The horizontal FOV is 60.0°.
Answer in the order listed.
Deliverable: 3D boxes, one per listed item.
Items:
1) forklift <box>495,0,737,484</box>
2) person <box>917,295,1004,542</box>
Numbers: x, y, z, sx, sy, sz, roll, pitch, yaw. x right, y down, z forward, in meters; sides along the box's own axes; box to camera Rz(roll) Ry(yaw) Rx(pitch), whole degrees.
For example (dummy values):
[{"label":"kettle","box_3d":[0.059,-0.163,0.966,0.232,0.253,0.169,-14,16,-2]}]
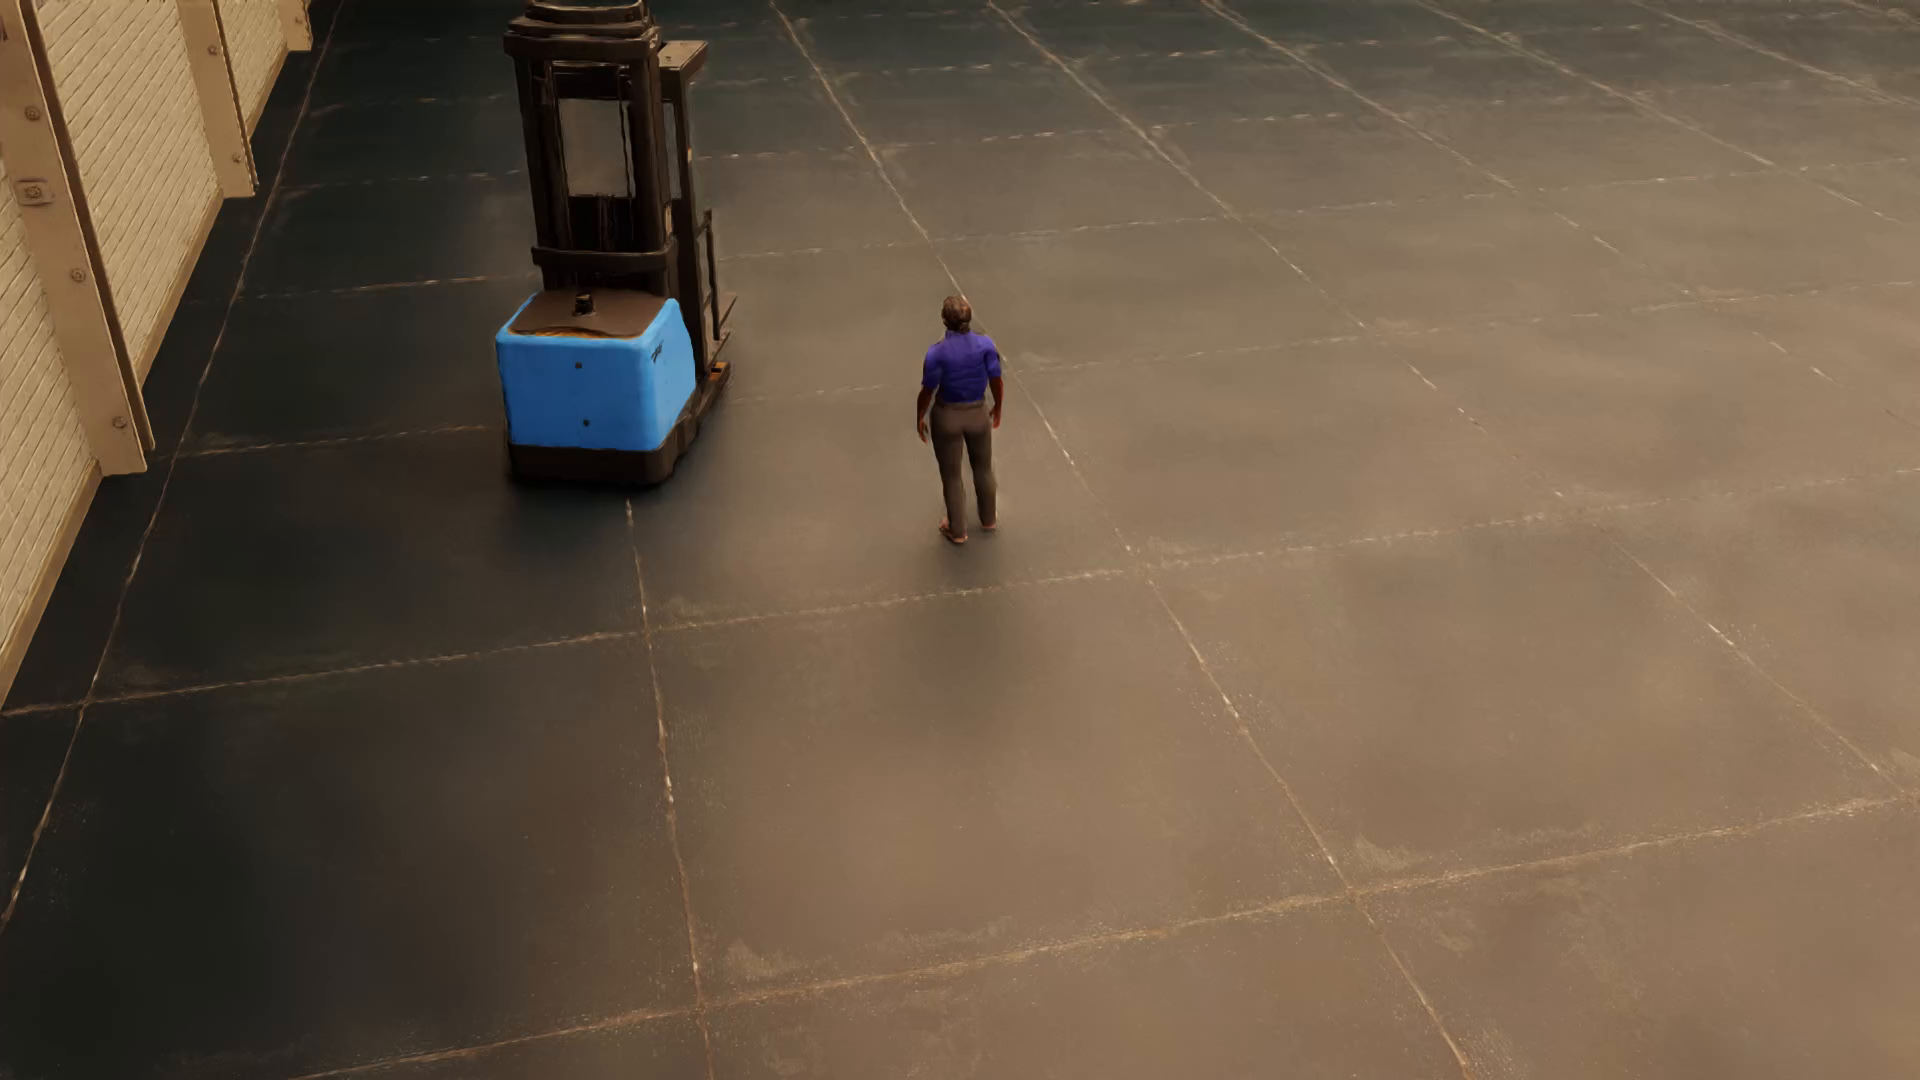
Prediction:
[{"label":"forklift","box_3d":[-2.324,-2.353,11.639,1.130,2.935,3.031,3,30,6]},{"label":"person","box_3d":[-0.002,-0.745,10.172,0.570,1.603,0.503,-7,31,-12]}]
